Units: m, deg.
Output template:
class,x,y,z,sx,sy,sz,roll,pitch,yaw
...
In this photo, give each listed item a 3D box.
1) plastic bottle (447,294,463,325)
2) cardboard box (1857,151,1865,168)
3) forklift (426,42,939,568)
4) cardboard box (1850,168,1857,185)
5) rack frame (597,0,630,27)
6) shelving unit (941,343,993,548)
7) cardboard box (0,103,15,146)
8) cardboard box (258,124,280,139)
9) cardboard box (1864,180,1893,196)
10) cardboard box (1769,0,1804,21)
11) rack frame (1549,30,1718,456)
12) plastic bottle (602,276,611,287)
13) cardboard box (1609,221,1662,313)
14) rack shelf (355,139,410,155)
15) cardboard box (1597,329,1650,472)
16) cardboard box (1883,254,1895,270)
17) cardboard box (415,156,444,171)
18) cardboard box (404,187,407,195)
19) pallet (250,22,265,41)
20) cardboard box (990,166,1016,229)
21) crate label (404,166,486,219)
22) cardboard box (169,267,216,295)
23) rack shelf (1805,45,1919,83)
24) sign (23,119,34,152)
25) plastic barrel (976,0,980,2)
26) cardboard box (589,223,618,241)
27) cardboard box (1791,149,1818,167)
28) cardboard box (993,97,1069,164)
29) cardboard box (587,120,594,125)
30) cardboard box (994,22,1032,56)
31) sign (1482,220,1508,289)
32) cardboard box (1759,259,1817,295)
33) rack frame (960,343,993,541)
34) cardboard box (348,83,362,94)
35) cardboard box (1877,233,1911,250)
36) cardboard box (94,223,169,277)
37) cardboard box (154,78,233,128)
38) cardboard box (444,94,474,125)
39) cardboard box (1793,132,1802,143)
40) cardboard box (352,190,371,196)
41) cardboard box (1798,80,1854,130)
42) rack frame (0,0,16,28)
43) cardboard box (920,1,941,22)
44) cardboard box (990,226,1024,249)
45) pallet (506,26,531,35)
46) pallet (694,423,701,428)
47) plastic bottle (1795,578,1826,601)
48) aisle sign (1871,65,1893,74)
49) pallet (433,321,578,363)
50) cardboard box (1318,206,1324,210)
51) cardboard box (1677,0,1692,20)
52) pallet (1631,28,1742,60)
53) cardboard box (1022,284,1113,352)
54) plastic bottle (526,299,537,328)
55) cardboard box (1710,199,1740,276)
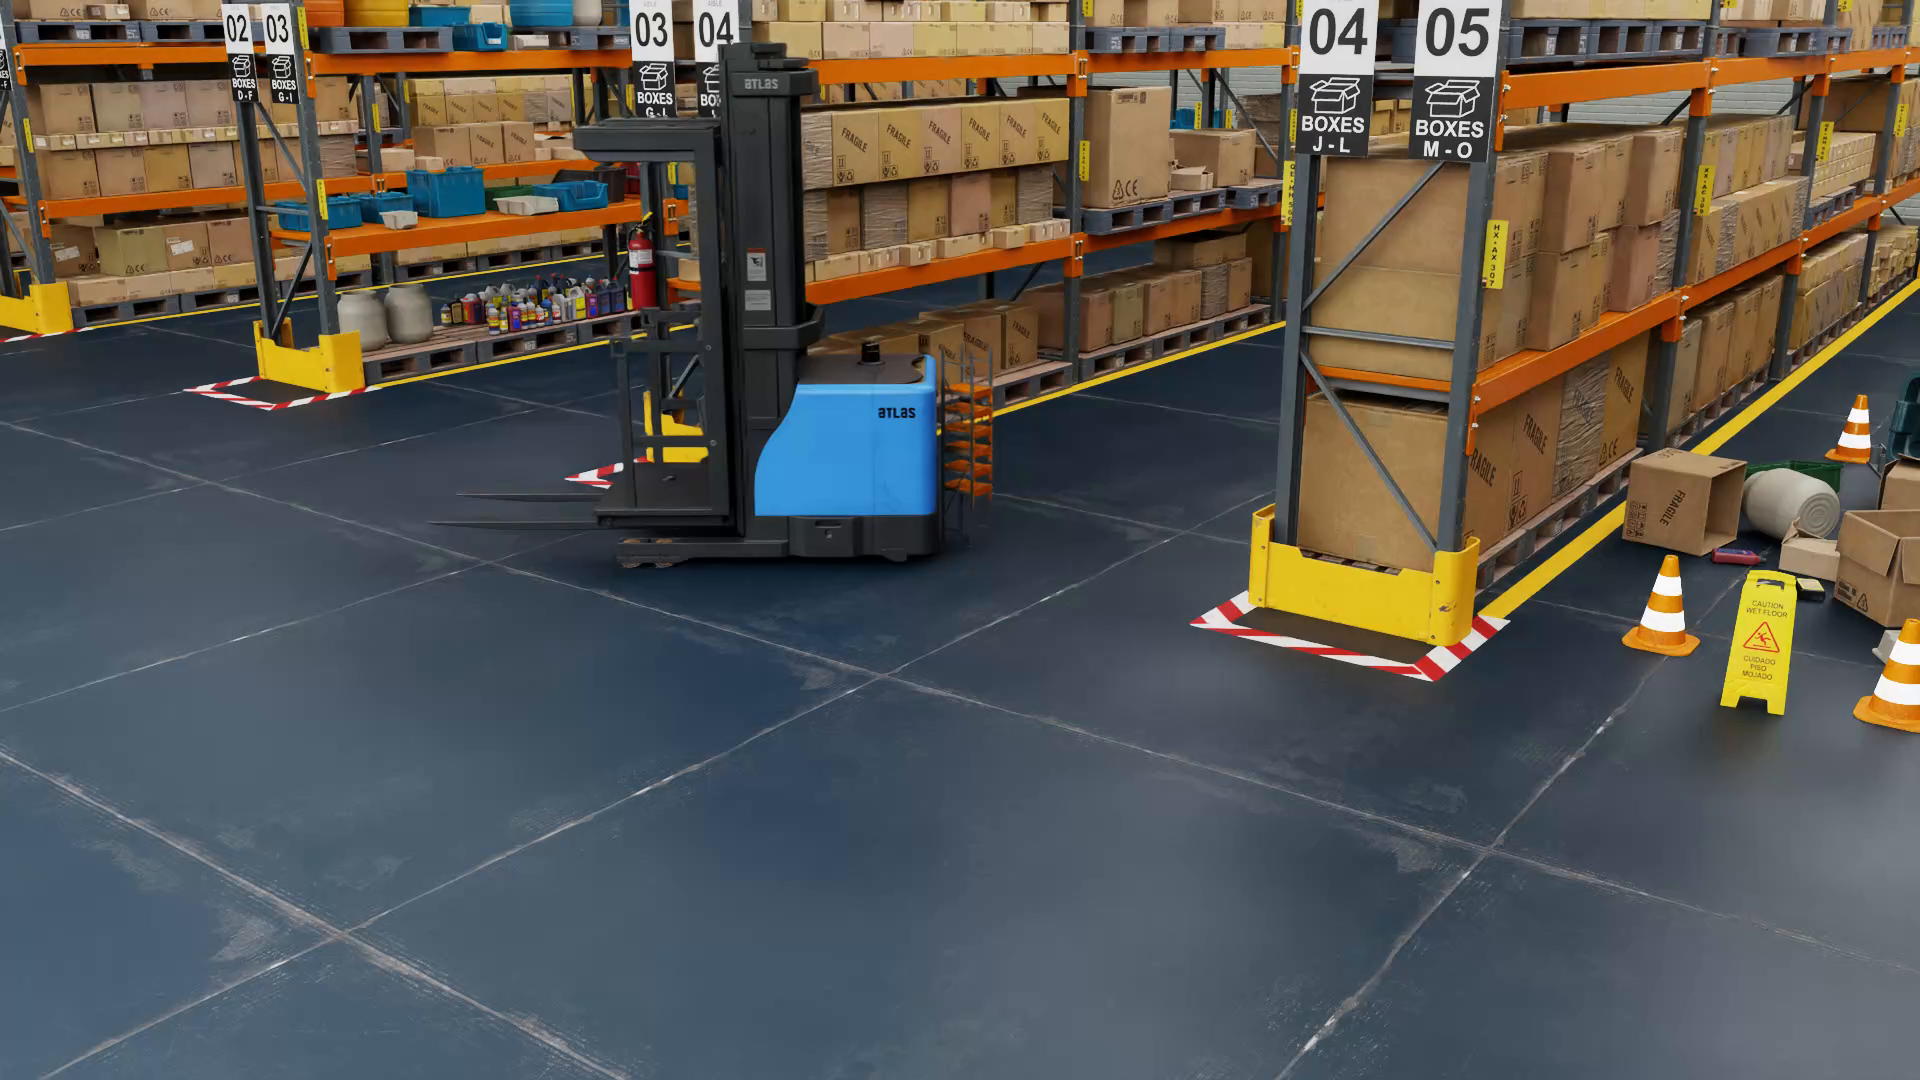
class,x,y,z,sx,sy,sz,roll,pitch,yaw
plastic bottle,-4.959,-2.265,16.317,0.061,0.283,0.133,13,22,36
cardboard box,8.910,-3.860,16.828,0.380,0.149,0.250,14,22,37
forklift,-1.647,-1.395,9.793,3.031,2.935,1.130,0,17,-1
cardboard box,8.764,-3.658,16.682,0.380,0.149,0.250,11,20,32
rack frame,-3.372,-6.623,16.399,1.000,3.000,0.127,12,21,35
shelving unit,0.041,-0.568,10.051,0.258,1.200,0.189,13,22,36
cardboard box,-12.273,-5.276,21.130,0.500,0.500,0.500,13,22,36
cardboard box,-7.946,-4.647,18.889,0.380,0.149,0.250,12,21,34
cardboard box,9.727,-3.778,17.775,0.380,0.149,0.250,13,22,37
cardboard box,6.101,-4.200,12.609,0.500,0.500,0.500,12,21,35
rack frame,4.528,-1.983,11.570,1.000,3.000,0.127,12,21,35
plastic bottle,-3.640,-2.525,17.040,0.144,0.351,0.185,12,21,35
cardboard box,4.009,-1.829,10.824,0.875,0.550,0.550,12,21,35
rack shelf,-10.137,-5.642,24.567,1.077,0.370,4.000,12,21,35
cardboard box,4.098,-1.031,11.381,0.875,0.875,0.875,13,21,36
cardboard box,10.510,-3.214,19.132,0.380,0.149,0.250,12,21,34
cardboard box,-6.656,-4.690,20.711,0.380,0.149,0.250,12,21,35
cardboard box,-8.402,-5.788,26.740,0.750,0.750,0.750,12,21,34
pallet,-7.836,-5.817,19.010,1.003,0.211,1.213,12,21,35
cardboard box,-0.039,-2.864,13.738,0.875,0.500,0.500,12,21,35
crate label,-4.876,-3.309,15.781,0.502,0.435,0.616,12,21,35
cardboard box,-8.640,-2.896,18.441,0.500,0.250,0.500,12,21,35
rack shelf,10.487,-5.453,18.902,1.077,0.370,4.000,12,21,35
sign,-9.289,-4.034,16.582,0.100,0.325,0.005,12,21,35
plastic barrel,0.500,-7.103,21.447,0.600,0.901,0.708,12,21,35
cardboard box,-5.083,-4.306,22.981,0.500,0.250,0.500,13,21,36
cardboard box,7.501,-3.440,14.977,0.380,0.149,0.250,12,21,33
cardboard box,0.558,-3.395,13.761,0.500,0.500,0.500,12,21,35
cardboard box,-6.536,-7.174,28.676,0.380,0.149,0.250,13,21,35
cardboard box,0.224,-3.967,13.155,0.500,0.250,0.500,13,22,36
sign,2.587,-1.382,8.042,0.100,0.325,0.005,12,21,35
cardboard box,7.517,-2.422,15.227,0.500,0.250,0.500,11,21,32
rack frame,0.098,-0.590,10.120,0.240,1.200,0.006,13,22,36
cardboard box,-9.307,-6.863,25.281,0.380,0.149,0.250,9,19,26
cardboard box,10.998,-3.535,19.665,0.380,0.149,0.250,13,22,37
cardboard box,-8.937,-3.135,17.946,0.500,0.500,0.500,12,21,35
cardboard box,-8.505,-4.837,18.404,0.700,0.500,0.500,12,21,35
cardboard box,-8.131,-6.855,26.555,0.500,0.500,0.500,13,22,36
cardboard box,8.530,-4.173,17.335,0.380,0.149,0.250,13,22,36
cardboard box,-9.333,-5.297,25.718,0.700,0.500,0.500,13,21,35
cardboard box,9.358,-4.715,18.013,0.500,0.500,0.500,12,21,33
rack frame,-9.732,-6.547,16.153,1.000,3.000,0.127,12,21,35
cardboard box,-0.369,-3.943,12.405,0.380,0.149,0.250,11,21,33
cardboard box,0.300,-2.474,13.576,0.380,0.149,0.250,12,21,35
pallet,-5.961,-6.485,21.331,1.003,0.211,1.213,14,22,37
pallet,-1.220,-0.804,12.477,1.003,0.211,1.213,12,21,35
plastic bottle,4.733,0.265,9.286,0.133,0.061,0.283,5,18,16
aisle sign,11.481,-6.153,20.615,0.394,0.787,0.004,12,21,35
pallet,-4.533,-1.982,16.271,1.003,0.211,1.213,12,21,35
cardboard box,3.954,-3.393,18.988,1.225,0.875,0.875,12,21,35
cardboard box,4.265,-3.278,10.232,0.380,0.149,0.250,13,21,35
pallet,5.035,-3.551,11.885,0.805,0.209,1.217,11,21,33
cardboard box,0.988,-2.042,15.235,0.700,0.500,0.500,11,20,31
plastic bottle,-4.161,-2.195,16.113,0.097,0.271,0.097,0,17,0
cardboard box,5.358,-2.229,12.194,0.500,0.500,0.500,13,21,35
